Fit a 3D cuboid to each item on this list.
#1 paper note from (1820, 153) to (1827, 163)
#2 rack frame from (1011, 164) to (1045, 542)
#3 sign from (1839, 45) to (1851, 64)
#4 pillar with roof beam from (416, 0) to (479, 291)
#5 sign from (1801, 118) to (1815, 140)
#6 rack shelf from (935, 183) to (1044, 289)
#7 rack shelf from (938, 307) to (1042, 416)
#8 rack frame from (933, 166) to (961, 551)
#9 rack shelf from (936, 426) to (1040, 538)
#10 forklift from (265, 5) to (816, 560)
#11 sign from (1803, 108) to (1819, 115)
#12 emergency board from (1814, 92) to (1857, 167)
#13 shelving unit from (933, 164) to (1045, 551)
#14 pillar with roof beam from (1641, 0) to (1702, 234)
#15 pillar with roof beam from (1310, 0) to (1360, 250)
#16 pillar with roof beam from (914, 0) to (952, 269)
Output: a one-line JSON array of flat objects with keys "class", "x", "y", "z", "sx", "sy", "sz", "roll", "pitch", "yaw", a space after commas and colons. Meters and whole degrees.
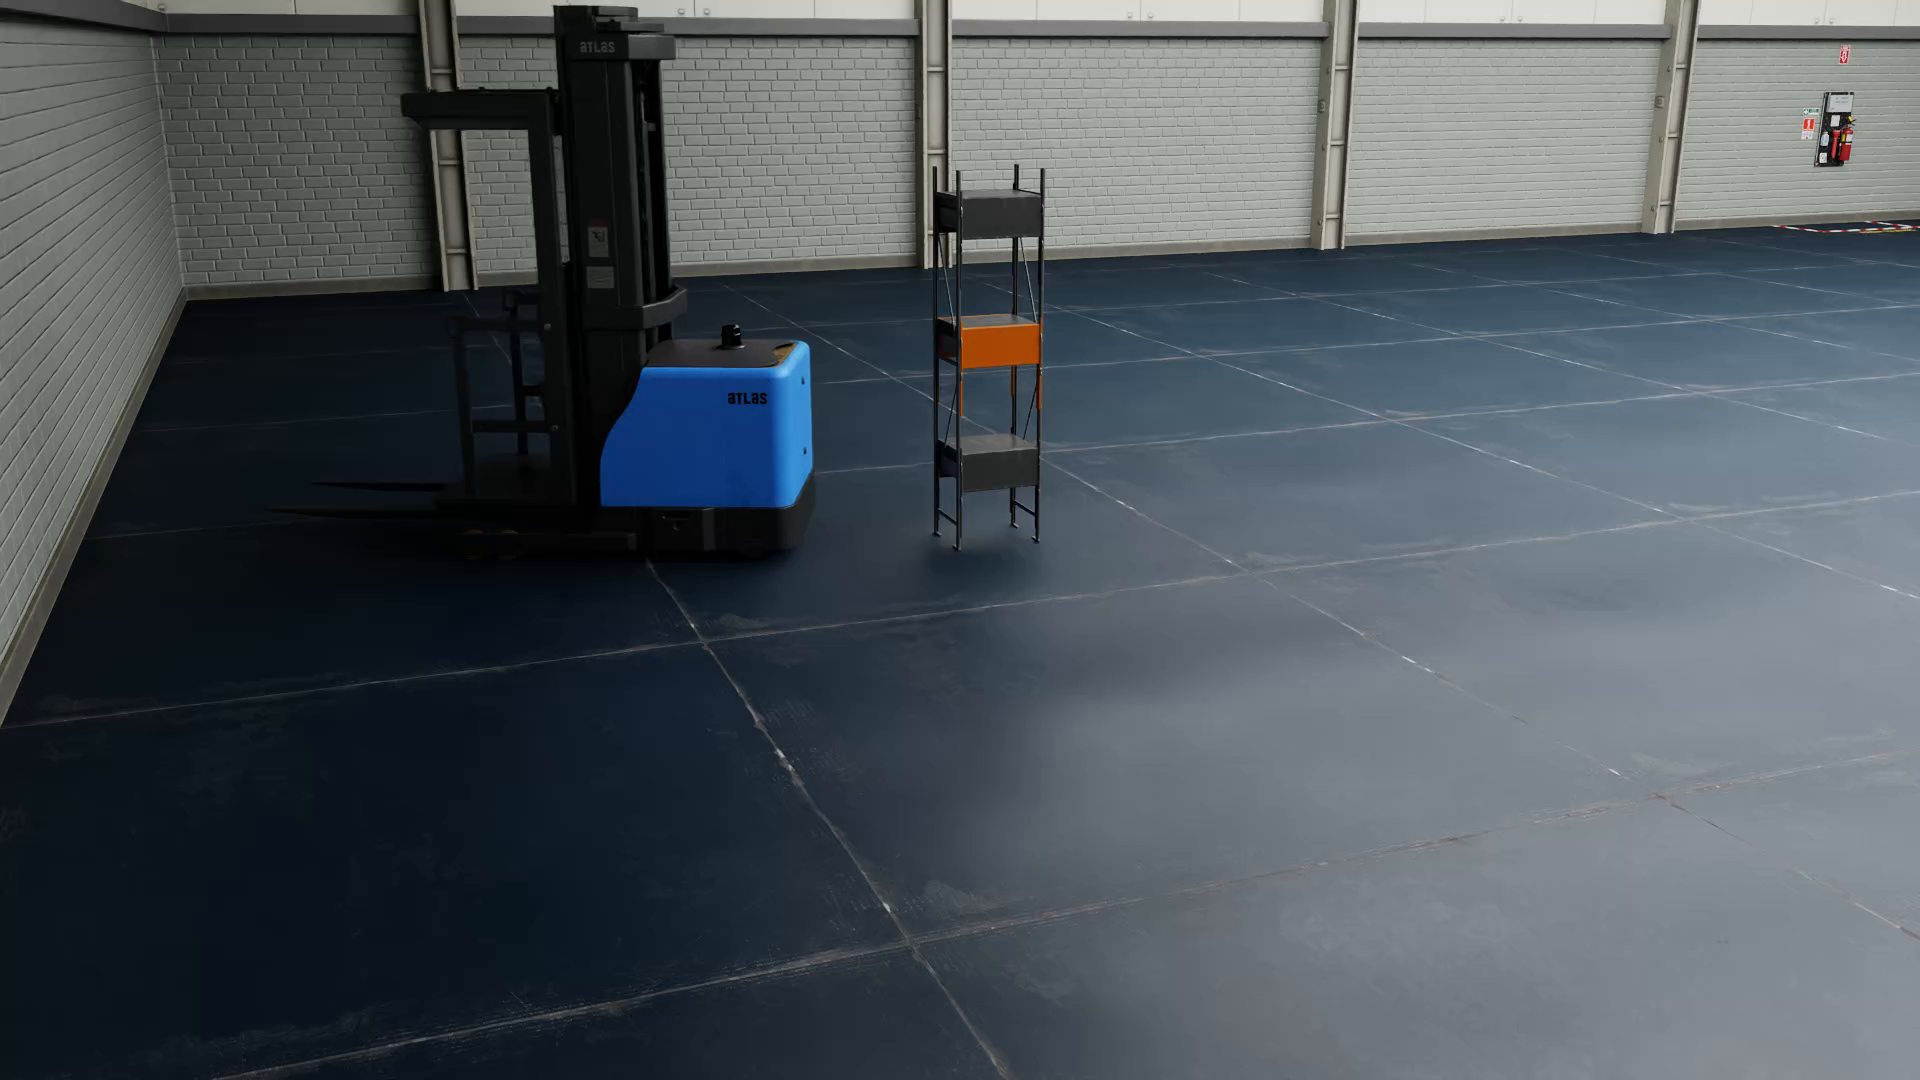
[{"class": "paper note", "x": 13.959, "y": -6.180, "z": 26.883, "sx": 0.142, "sy": 0.148, "sz": 0.016, "roll": -6, "pitch": 17, "yaw": -20}, {"class": "rack frame", "x": 0.382, "y": -1.049, "z": 9.443, "sx": 0.015, "sy": 2.100, "sz": 0.400, "roll": -6, "pitch": 17, "yaw": -20}, {"class": "sign", "x": 14.106, "y": -7.740, "z": 26.518, "sx": 0.199, "sy": 0.298, "sz": 0.001, "roll": -6, "pitch": 17, "yaw": -20}, {"class": "pillar with roof beam", "x": -4.400, "y": -6.168, "z": 14.630, "sx": 0.400, "sy": 9.000, "sz": 9.100, "roll": -6, "pitch": 17, "yaw": -20}, {"class": "sign", "x": 13.596, "y": -6.591, "z": 26.655, "sx": 0.234, "sy": 0.329, "sz": 0.001, "roll": -6, "pitch": 17, "yaw": -20}, {"class": "rack shelf", "x": 0.155, "y": -1.683, "z": 9.166, "sx": 0.480, "sy": 0.518, "sz": 0.431, "roll": -6, "pitch": 17, "yaw": -20}, {"class": "rack shelf", "x": 0.155, "y": -1.011, "z": 9.363, "sx": 0.480, "sy": 0.518, "sz": 0.431, "roll": -6, "pitch": 17, "yaw": -20}, {"class": "rack frame", "x": -0.073, "y": -1.000, "z": 9.275, "sx": 0.015, "sy": 2.100, "sz": 0.400, "roll": -6, "pitch": 17, "yaw": -20}, {"class": "rack shelf", "x": 0.155, "y": -0.339, "z": 9.560, "sx": 0.480, "sy": 0.518, "sz": 0.431, "roll": -6, "pitch": 17, "yaw": -20}, {"class": "forklift", "x": -2.402, "y": -1.443, "z": 9.309, "sx": 3.031, "sy": 2.935, "sz": 1.130, "roll": 1, "pitch": 16, "yaw": 2}, {"class": "sign", "x": 13.604, "y": -6.843, "z": 26.574, "sx": 0.331, "sy": 0.109, "sz": 0.001, "roll": -6, "pitch": 17, "yaw": -20}, {"class": "emergency board", "x": 14.149, "y": -6.602, "z": 26.758, "sx": 0.643, "sy": 1.169, "sz": 0.194, "roll": -6, "pitch": 17, "yaw": -20}, {"class": "shelving unit", "x": 0.155, "y": -1.024, "z": 9.359, "sx": 0.503, "sy": 2.100, "sz": 0.431, "roll": -6, "pitch": 17, "yaw": -20}, {"class": "pillar with roof beam", "x": 12.408, "y": -7.982, "z": 20.810, "sx": 0.400, "sy": 9.000, "sz": 9.100, "roll": -6, "pitch": 17, "yaw": -20}, {"class": "pillar with roof beam", "x": 6.806, "y": -7.377, "z": 18.750, "sx": 0.400, "sy": 9.000, "sz": 9.100, "roll": -6, "pitch": 17, "yaw": -20}, {"class": "pillar with roof beam", "x": 1.203, "y": -6.773, "z": 16.690, "sx": 0.400, "sy": 9.000, "sz": 9.100, "roll": -6, "pitch": 17, "yaw": -20}]
